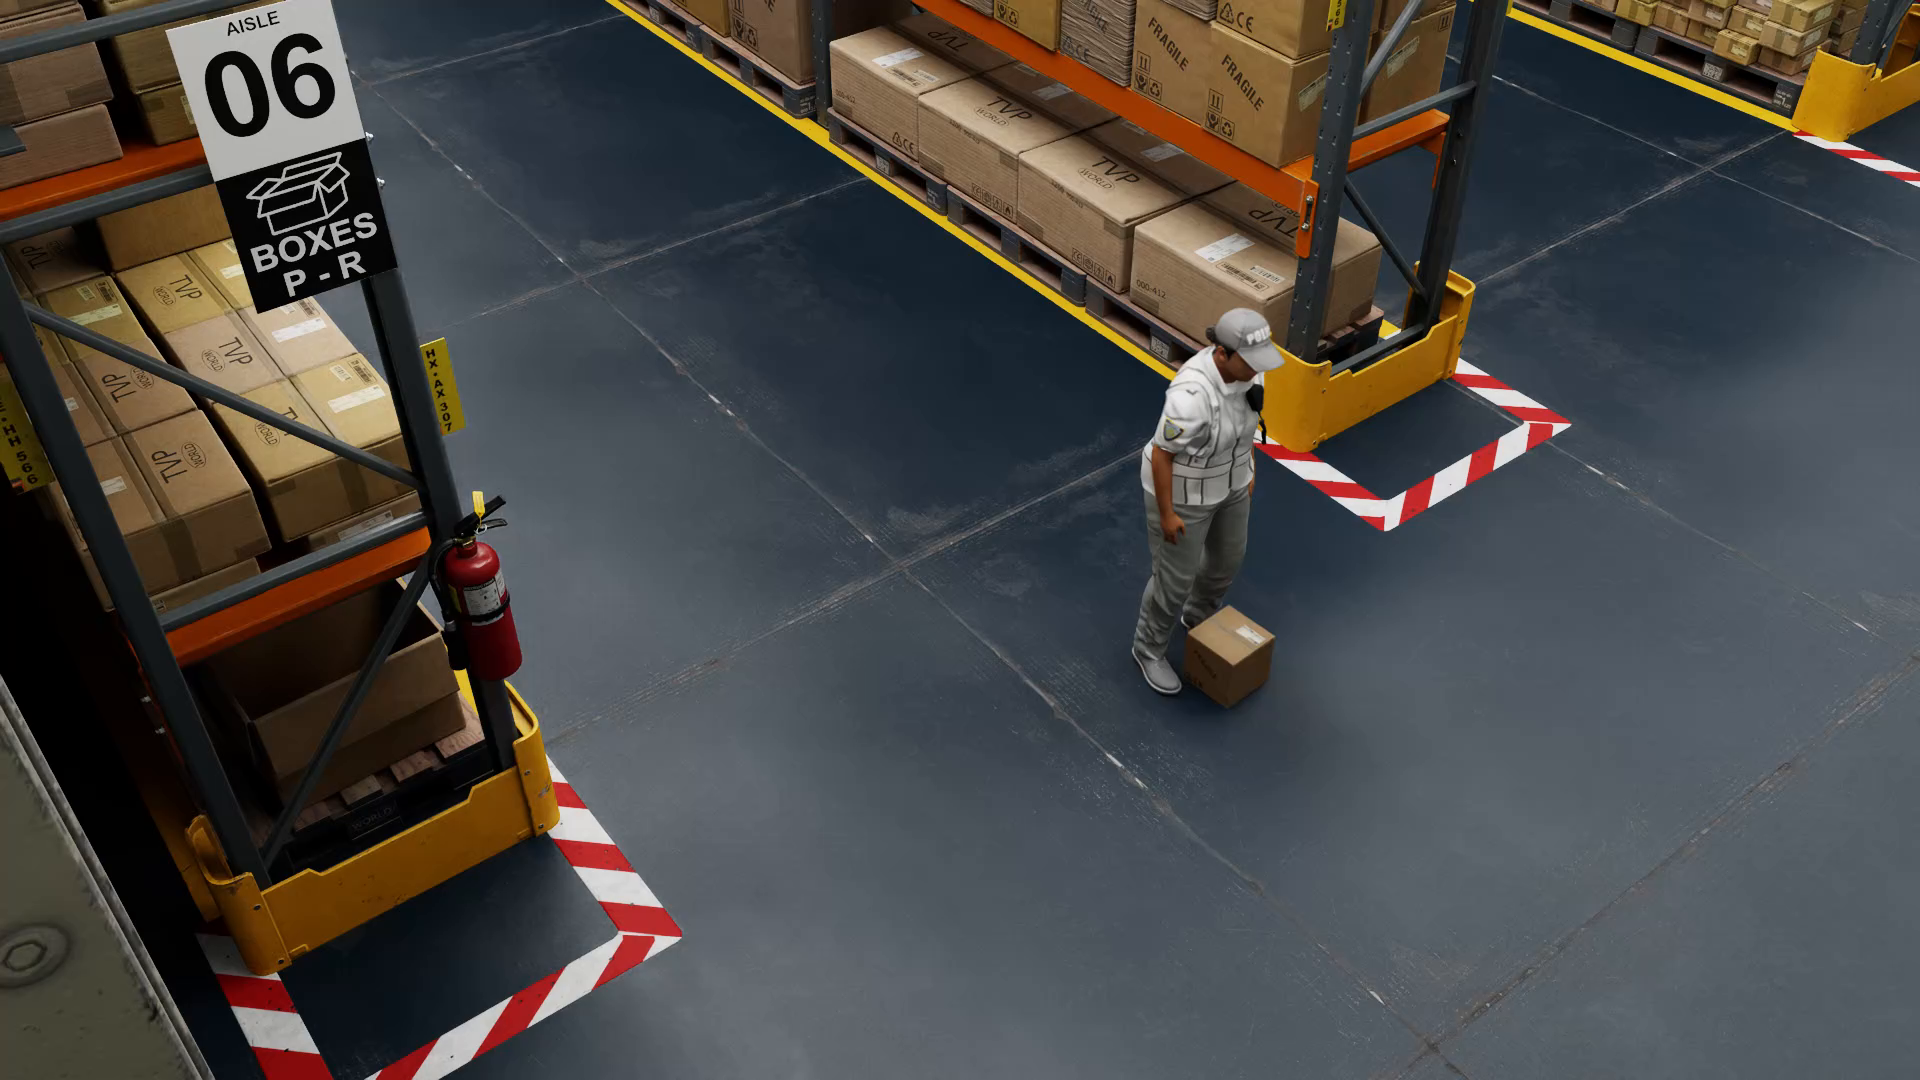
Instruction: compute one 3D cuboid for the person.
[{"bbox_3d":[0.938,-0.177,6.359,0.543,1.665,0.466,-28,48,-29],"label":"person"}]
